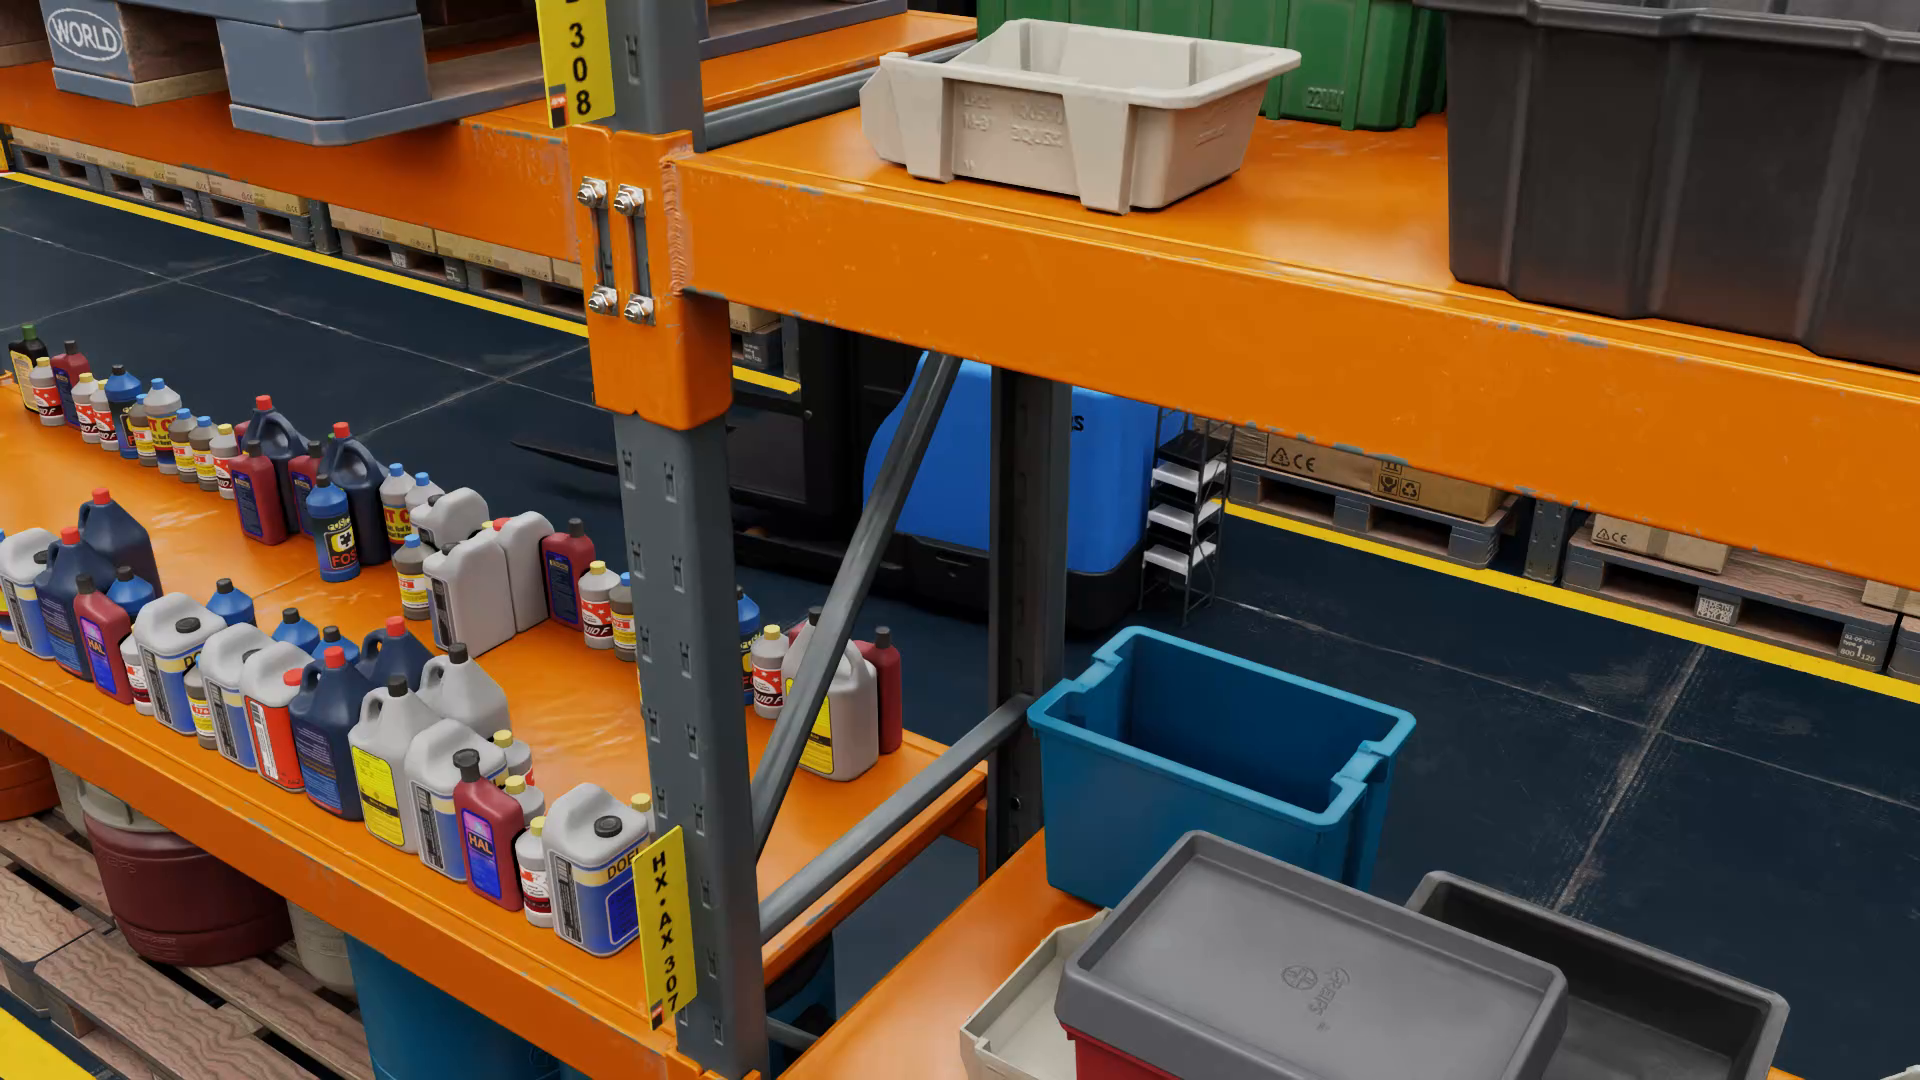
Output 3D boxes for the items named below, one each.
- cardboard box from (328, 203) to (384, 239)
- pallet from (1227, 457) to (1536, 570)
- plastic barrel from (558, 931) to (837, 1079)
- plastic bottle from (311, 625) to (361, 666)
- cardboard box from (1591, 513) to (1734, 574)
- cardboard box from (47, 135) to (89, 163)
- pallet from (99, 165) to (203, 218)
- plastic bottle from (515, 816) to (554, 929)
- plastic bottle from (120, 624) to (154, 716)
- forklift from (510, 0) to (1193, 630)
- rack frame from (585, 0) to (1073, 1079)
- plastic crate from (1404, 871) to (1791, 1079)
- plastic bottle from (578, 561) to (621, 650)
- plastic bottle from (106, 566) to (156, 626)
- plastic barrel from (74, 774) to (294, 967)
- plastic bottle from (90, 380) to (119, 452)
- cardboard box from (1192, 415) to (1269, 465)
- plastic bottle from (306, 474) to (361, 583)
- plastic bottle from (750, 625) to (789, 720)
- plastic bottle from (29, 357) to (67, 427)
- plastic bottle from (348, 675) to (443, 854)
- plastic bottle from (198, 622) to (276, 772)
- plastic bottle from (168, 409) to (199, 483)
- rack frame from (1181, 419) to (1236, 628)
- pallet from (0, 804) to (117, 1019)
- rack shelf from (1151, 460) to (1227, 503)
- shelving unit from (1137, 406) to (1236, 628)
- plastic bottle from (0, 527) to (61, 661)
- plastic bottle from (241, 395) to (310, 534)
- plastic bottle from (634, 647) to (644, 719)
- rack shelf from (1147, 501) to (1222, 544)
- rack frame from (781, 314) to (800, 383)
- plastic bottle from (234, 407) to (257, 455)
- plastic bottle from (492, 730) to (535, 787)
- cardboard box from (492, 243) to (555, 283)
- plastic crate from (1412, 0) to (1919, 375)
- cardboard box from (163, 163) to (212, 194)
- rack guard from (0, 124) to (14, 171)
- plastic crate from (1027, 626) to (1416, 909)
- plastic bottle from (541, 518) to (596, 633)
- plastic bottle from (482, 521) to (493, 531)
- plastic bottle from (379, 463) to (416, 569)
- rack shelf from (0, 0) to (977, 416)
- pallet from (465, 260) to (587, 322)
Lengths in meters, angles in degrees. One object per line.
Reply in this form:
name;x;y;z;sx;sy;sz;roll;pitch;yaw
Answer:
cardboard box;-3.722;-2.169;10.773;0.500;0.250;0.500;16;31;29
pallet;1.988;-0.301;7.608;1.213;0.211;1.003;17;32;30
plastic barrel;-0.566;1.104;3.624;0.708;0.901;0.600;17;32;30
plastic bottle;-1.297;0.304;3.487;0.097;0.271;0.097;0;27;0
cardboard box;2.904;-0.158;6.733;0.500;0.311;0.500;17;32;30
cardboard box;-6.481;-3.044;12.493;0.500;0.250;0.500;17;32;30
pallet;-5.556;-2.693;12.309;1.213;0.211;1.003;17;32;30
plastic bottle;-0.746;0.591;3.001;0.097;0.201;0.097;0;27;0
plastic bottle;-1.765;0.273;3.625;0.097;0.201;0.097;0;27;0
forklift;-0.569;-1.395;6.760;3.031;2.935;1.130;13;30;23
rack frame;-0.129;0.503;2.954;0.053;2.616;0.949;17;32;30
plastic crate;0.947;0.785;2.638;0.590;0.125;0.437;17;32;30
plastic bottle;-0.835;0.145;3.876;0.097;0.201;0.097;0;27;0
plastic bottle;-1.841;0.185;3.721;0.097;0.271;0.097;0;27;0
plastic barrel;-2.081;0.772;4.622;0.708;0.588;0.600;17;32;30
plastic bottle;-2.494;-0.371;4.892;0.097;0.201;0.097;0;27;0
cardboard box;1.295;-0.709;7.608;0.500;0.500;0.500;18;32;31
plastic bottle;-1.570;-0.035;4.154;0.097;0.271;0.097;0;27;0
plastic bottle;-0.403;0.280;3.612;0.097;0.201;0.097;0;27;0
plastic bottle;-2.765;-0.456;5.057;0.097;0.201;0.097;0;27;0
plastic bottle;-1.070;0.410;3.191;0.185;0.351;0.144;17;32;30
plastic bottle;-1.463;0.319;3.452;0.135;0.276;0.152;17;32;30
plastic bottle;-2.173;-0.271;4.695;0.097;0.201;0.097;0;27;0
rack frame;0.965;-0.090;6.436;0.006;0.900;0.240;22;34;31
pallet;-2.751;0.905;5.240;1.213;0.211;1.003;17;32;30
rack shelf;0.890;-0.251;6.417;0.200;0.077;0.258;22;34;31
shelving unit;0.884;-0.122;6.488;0.210;0.900;0.258;22;34;31
plastic bottle;-2.108;0.118;3.847;0.135;0.276;0.152;17;32;30
plastic bottle;-1.800;-0.209;4.407;0.185;0.351;0.144;17;32;30
plastic bottle;-0.650;0.287;3.598;0.097;0.201;0.097;0;27;0
rack shelf;0.883;-0.093;6.504;0.200;0.077;0.258;22;34;31
rack frame;-0.617;-2.376;8.612;0.127;3.000;1.000;17;32;30
plastic bottle;-1.907;-0.235;4.534;0.133;0.283;0.061;17;32;30
plastic bottle;-0.881;0.465;3.248;0.097;0.201;0.097;0;27;0
cardboard box;-2.454;-1.774;9.997;0.500;0.250;0.500;18;32;31
plastic crate;0.741;-0.355;1.477;0.590;0.269;0.497;17;32;30
cardboard box;-5.247;-2.657;11.733;0.500;0.250;0.500;17;32;30
rack guard;-7.231;-3.322;13.227;0.348;0.500;1.175;17;32;30
plastic crate;0.451;0.475;2.961;0.575;0.384;0.392;17;32;30
plastic bottle;-0.920;0.072;3.929;0.133;0.283;0.061;17;32;30
plastic bottle;-1.136;0.052;4.061;0.097;0.201;0.097;0;27;0
plastic bottle;-1.408;-0.064;4.211;0.097;0.271;0.097;0;27;0
rack shelf;-1.776;-1.028;3.448;4.000;0.370;1.077;17;32;30
pallet;-2.275;-1.673;10.304;1.213;0.211;1.003;17;32;30
